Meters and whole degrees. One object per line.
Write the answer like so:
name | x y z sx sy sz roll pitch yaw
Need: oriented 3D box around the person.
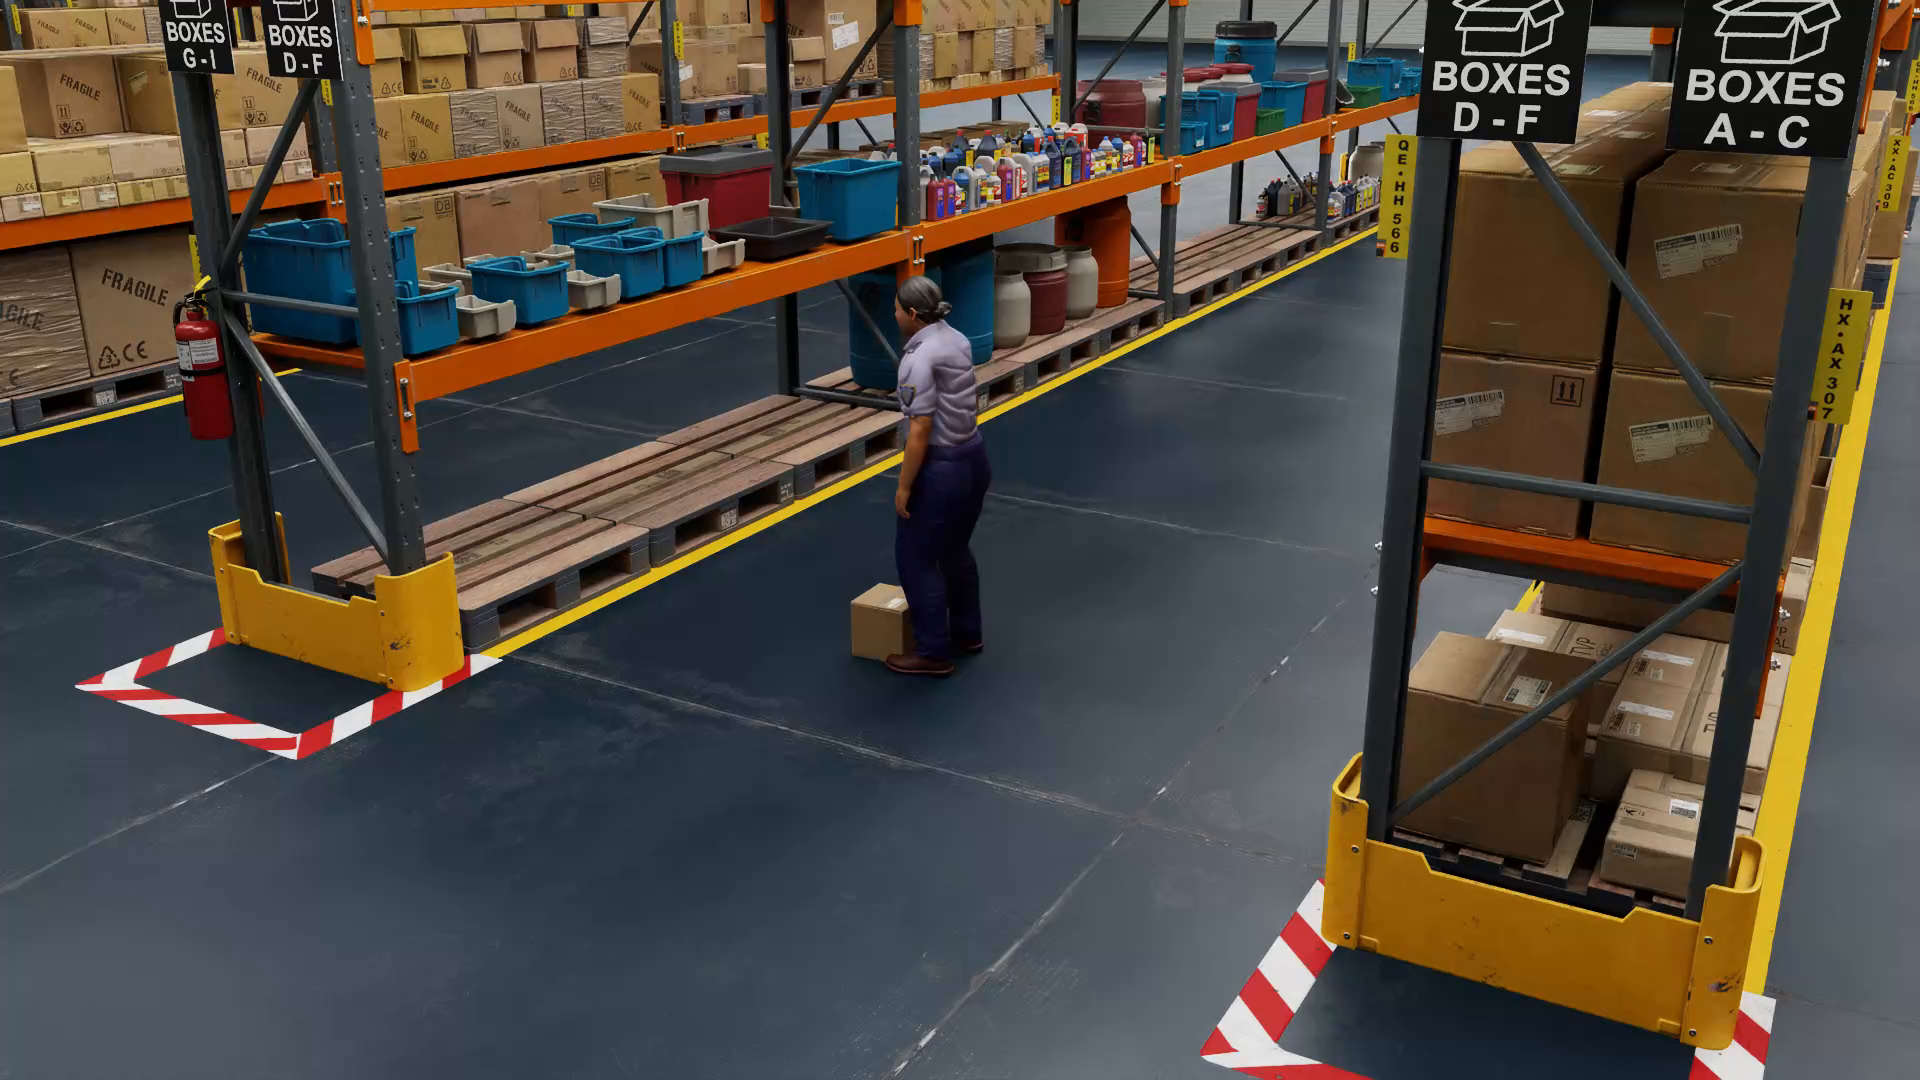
person | -0.085 -0.264 6.824 0.367 1.651 0.550 10 22 27
